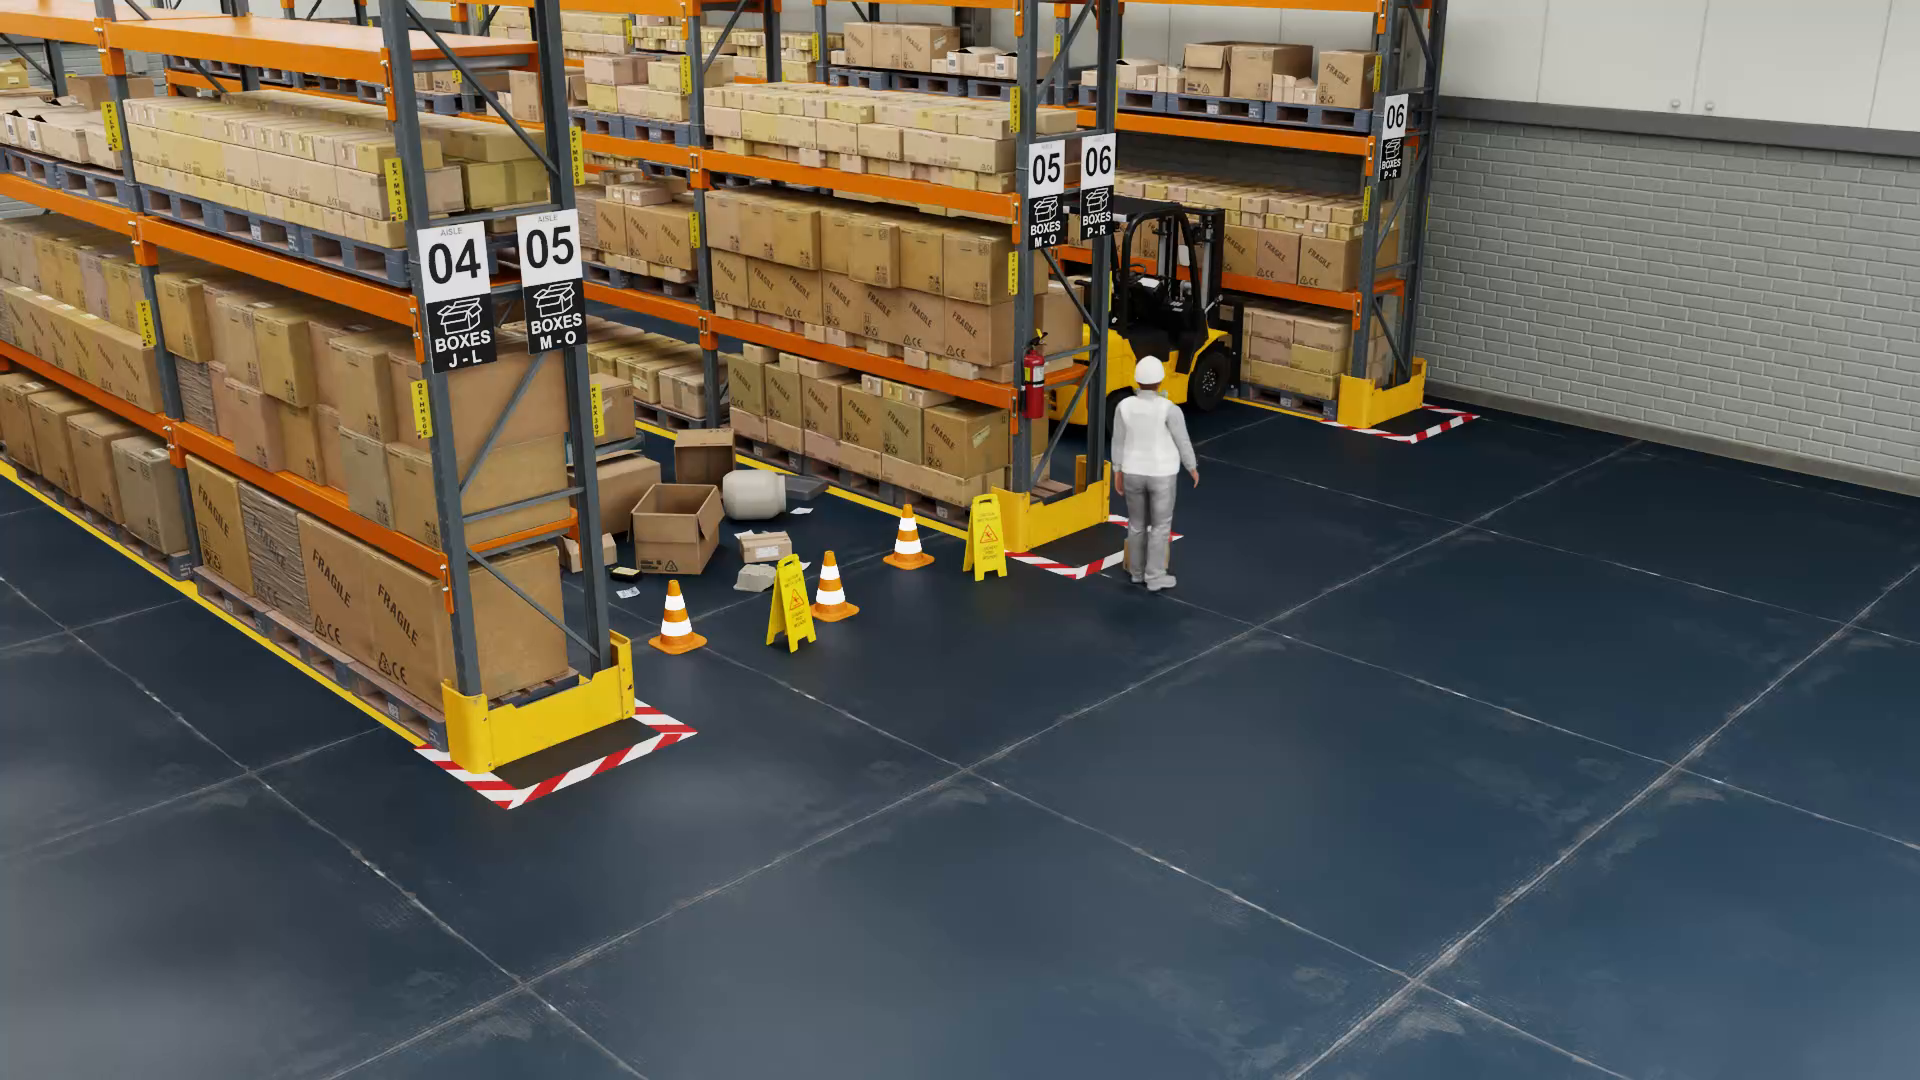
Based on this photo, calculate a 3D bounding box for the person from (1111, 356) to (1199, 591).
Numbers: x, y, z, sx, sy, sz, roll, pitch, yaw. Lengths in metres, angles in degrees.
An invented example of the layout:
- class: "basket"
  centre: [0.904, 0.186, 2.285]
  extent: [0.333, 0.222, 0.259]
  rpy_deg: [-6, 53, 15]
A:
- class: "person"
  centre: [1.453, -0.506, 12.365]
  extent: [0.616, 1.789, 0.447]
  rpy_deg: [10, 22, 24]
